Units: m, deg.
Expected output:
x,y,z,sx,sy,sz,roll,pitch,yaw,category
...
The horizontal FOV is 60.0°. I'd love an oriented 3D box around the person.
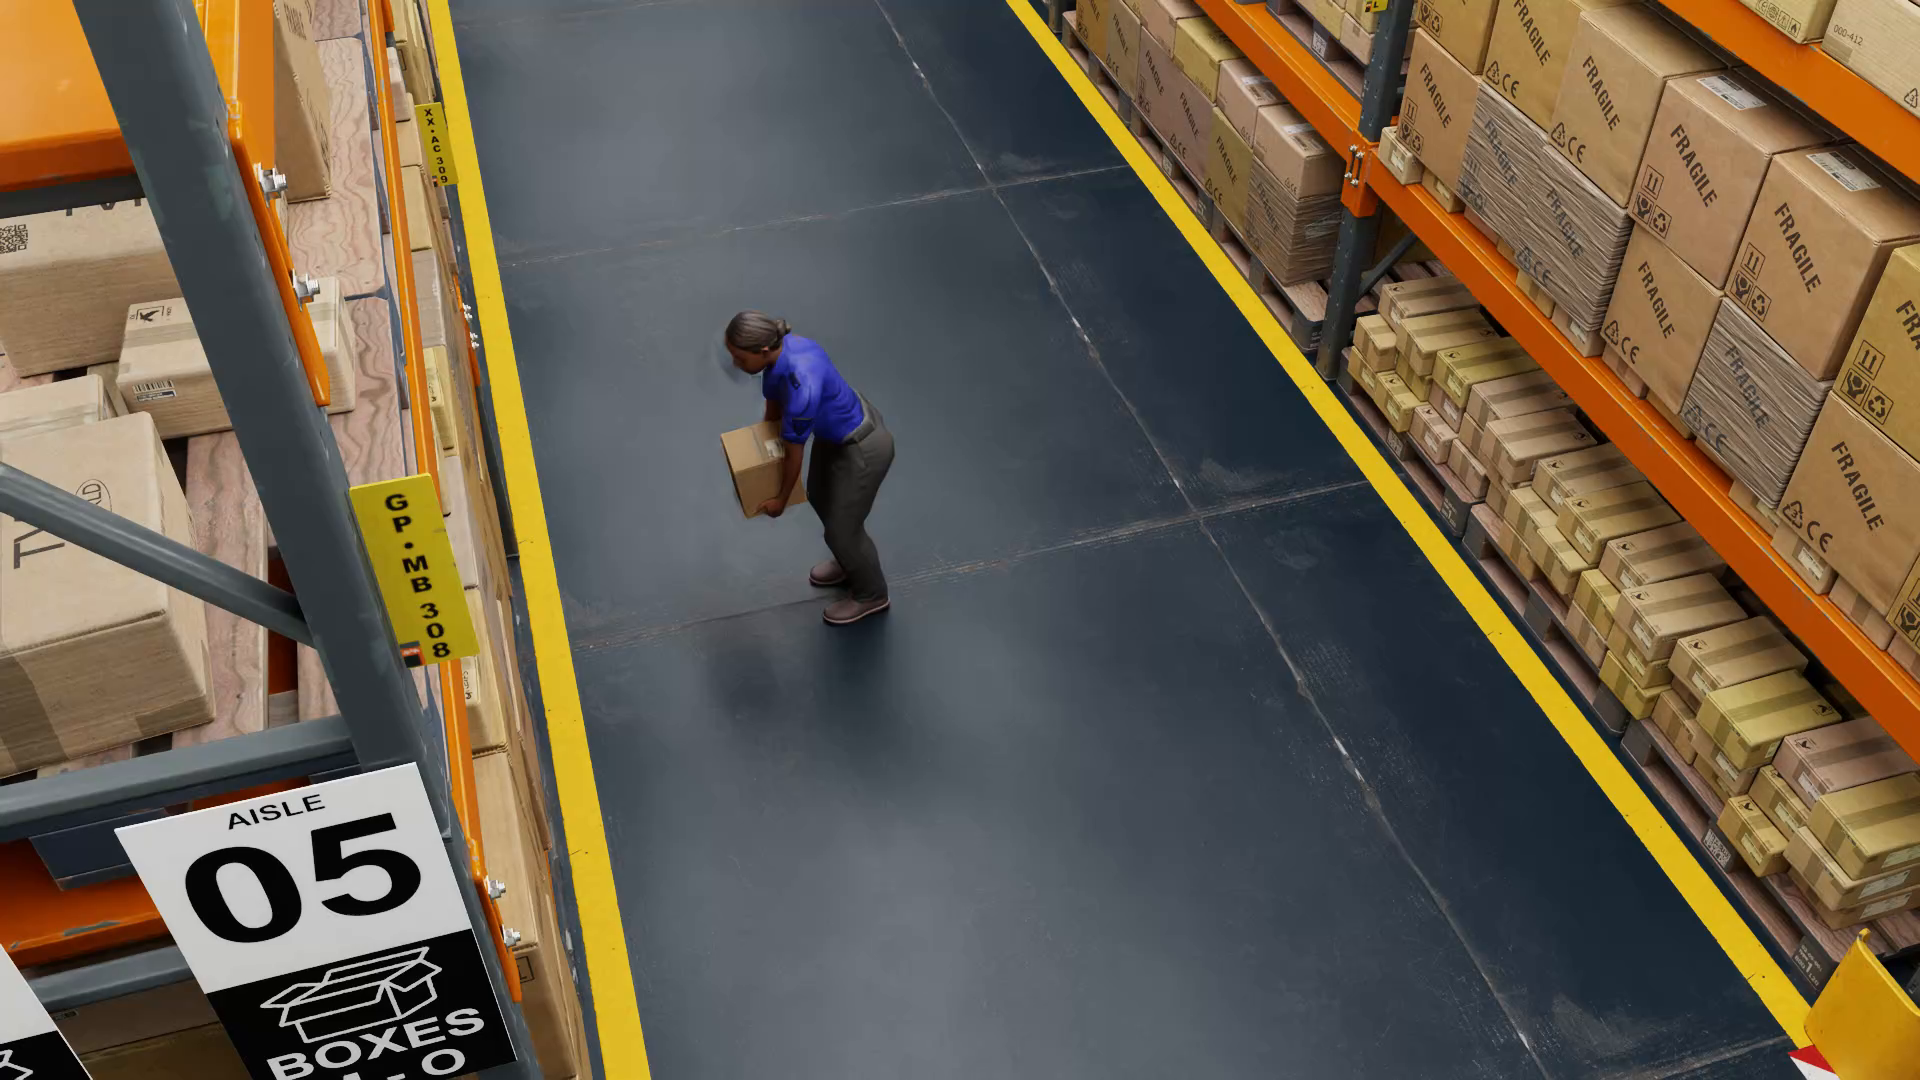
x,y,z,sx,sy,sz,roll,pitch,yaw,category
-0.572,-0.308,6.601,0.614,1.531,0.415,-13,44,-14,person
